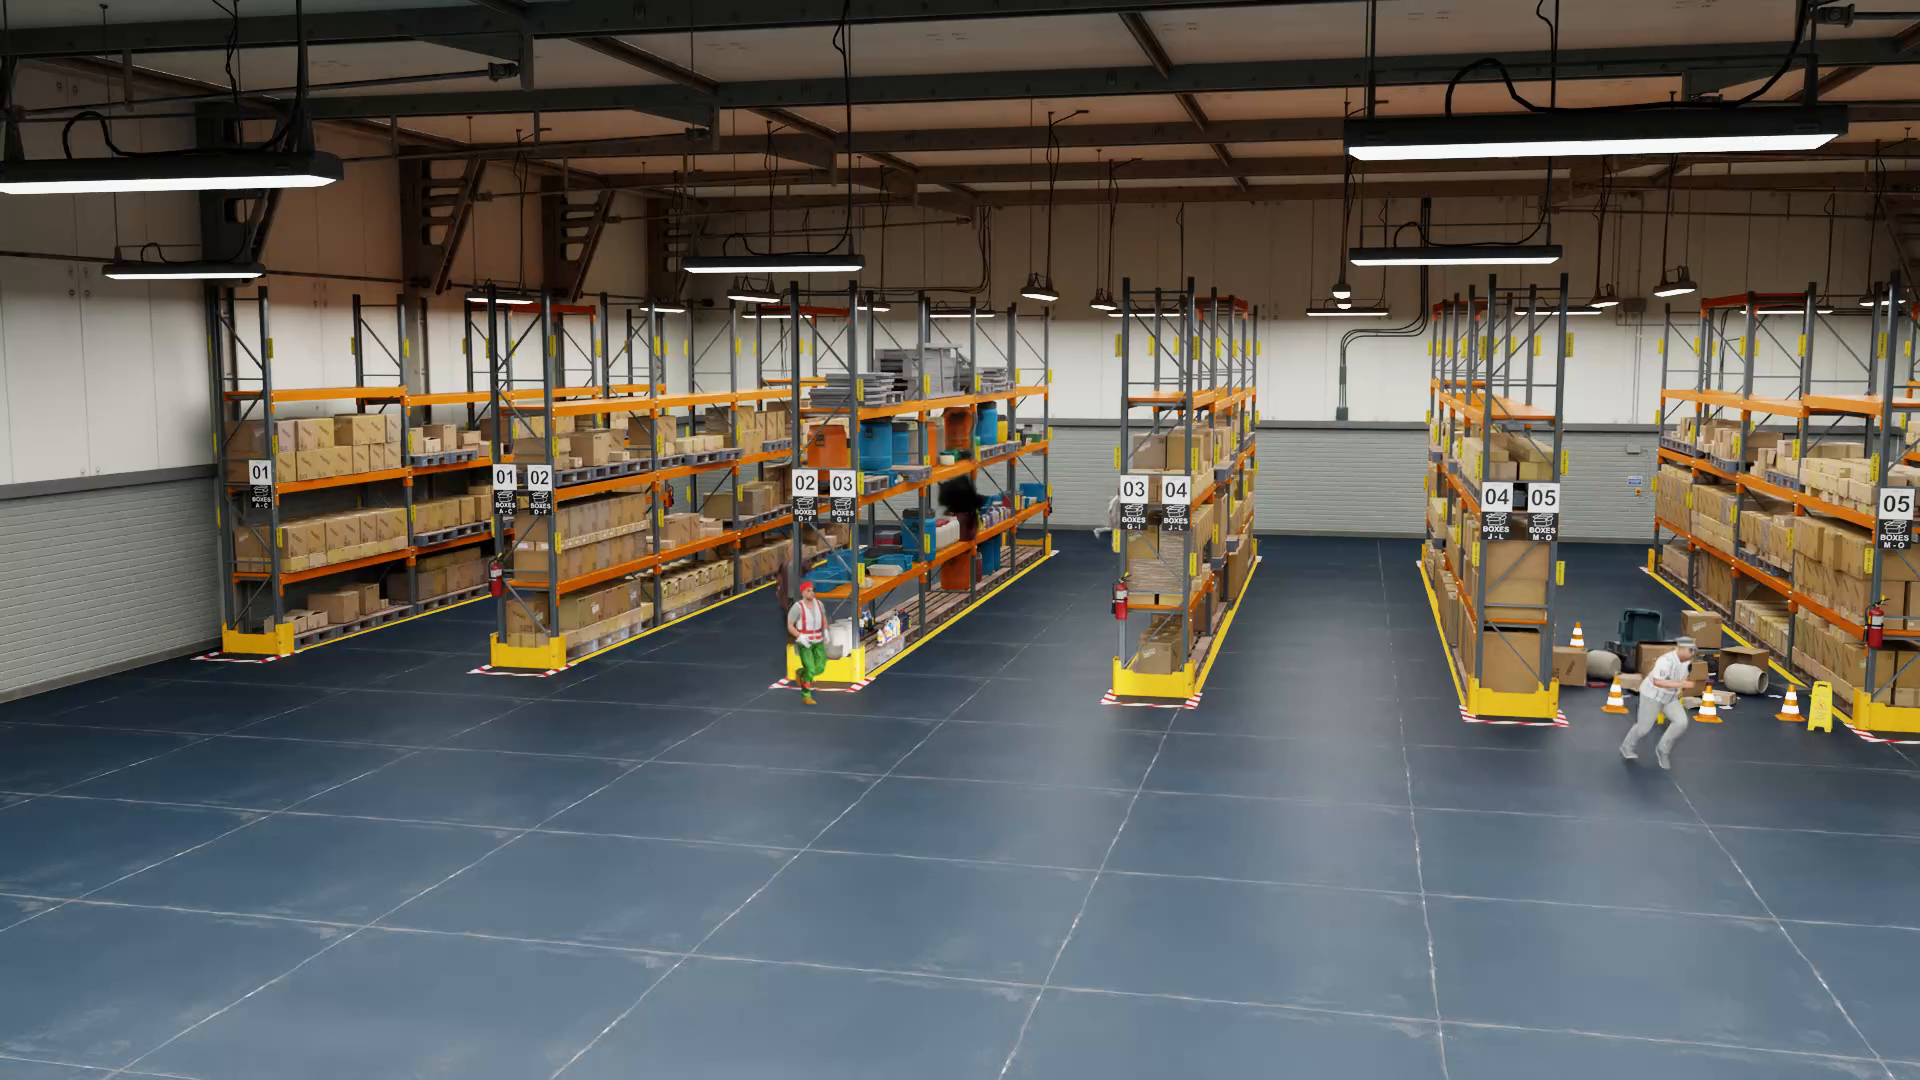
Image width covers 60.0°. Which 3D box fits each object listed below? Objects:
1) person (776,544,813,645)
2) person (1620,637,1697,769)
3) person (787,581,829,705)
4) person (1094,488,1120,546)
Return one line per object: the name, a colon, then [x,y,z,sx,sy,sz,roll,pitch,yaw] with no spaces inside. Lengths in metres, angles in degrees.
person: [-2.760,0.935,27.812,0.711,1.750,0.884,1,7,11]
person: [8.420,1.936,19.938,0.702,1.675,1.013,-4,8,-29]
person: [-2.154,1.440,23.532,0.687,1.749,0.668,-5,8,-38]
person: [3.807,-0.580,42.208,0.810,1.545,0.539,2,7,14]
